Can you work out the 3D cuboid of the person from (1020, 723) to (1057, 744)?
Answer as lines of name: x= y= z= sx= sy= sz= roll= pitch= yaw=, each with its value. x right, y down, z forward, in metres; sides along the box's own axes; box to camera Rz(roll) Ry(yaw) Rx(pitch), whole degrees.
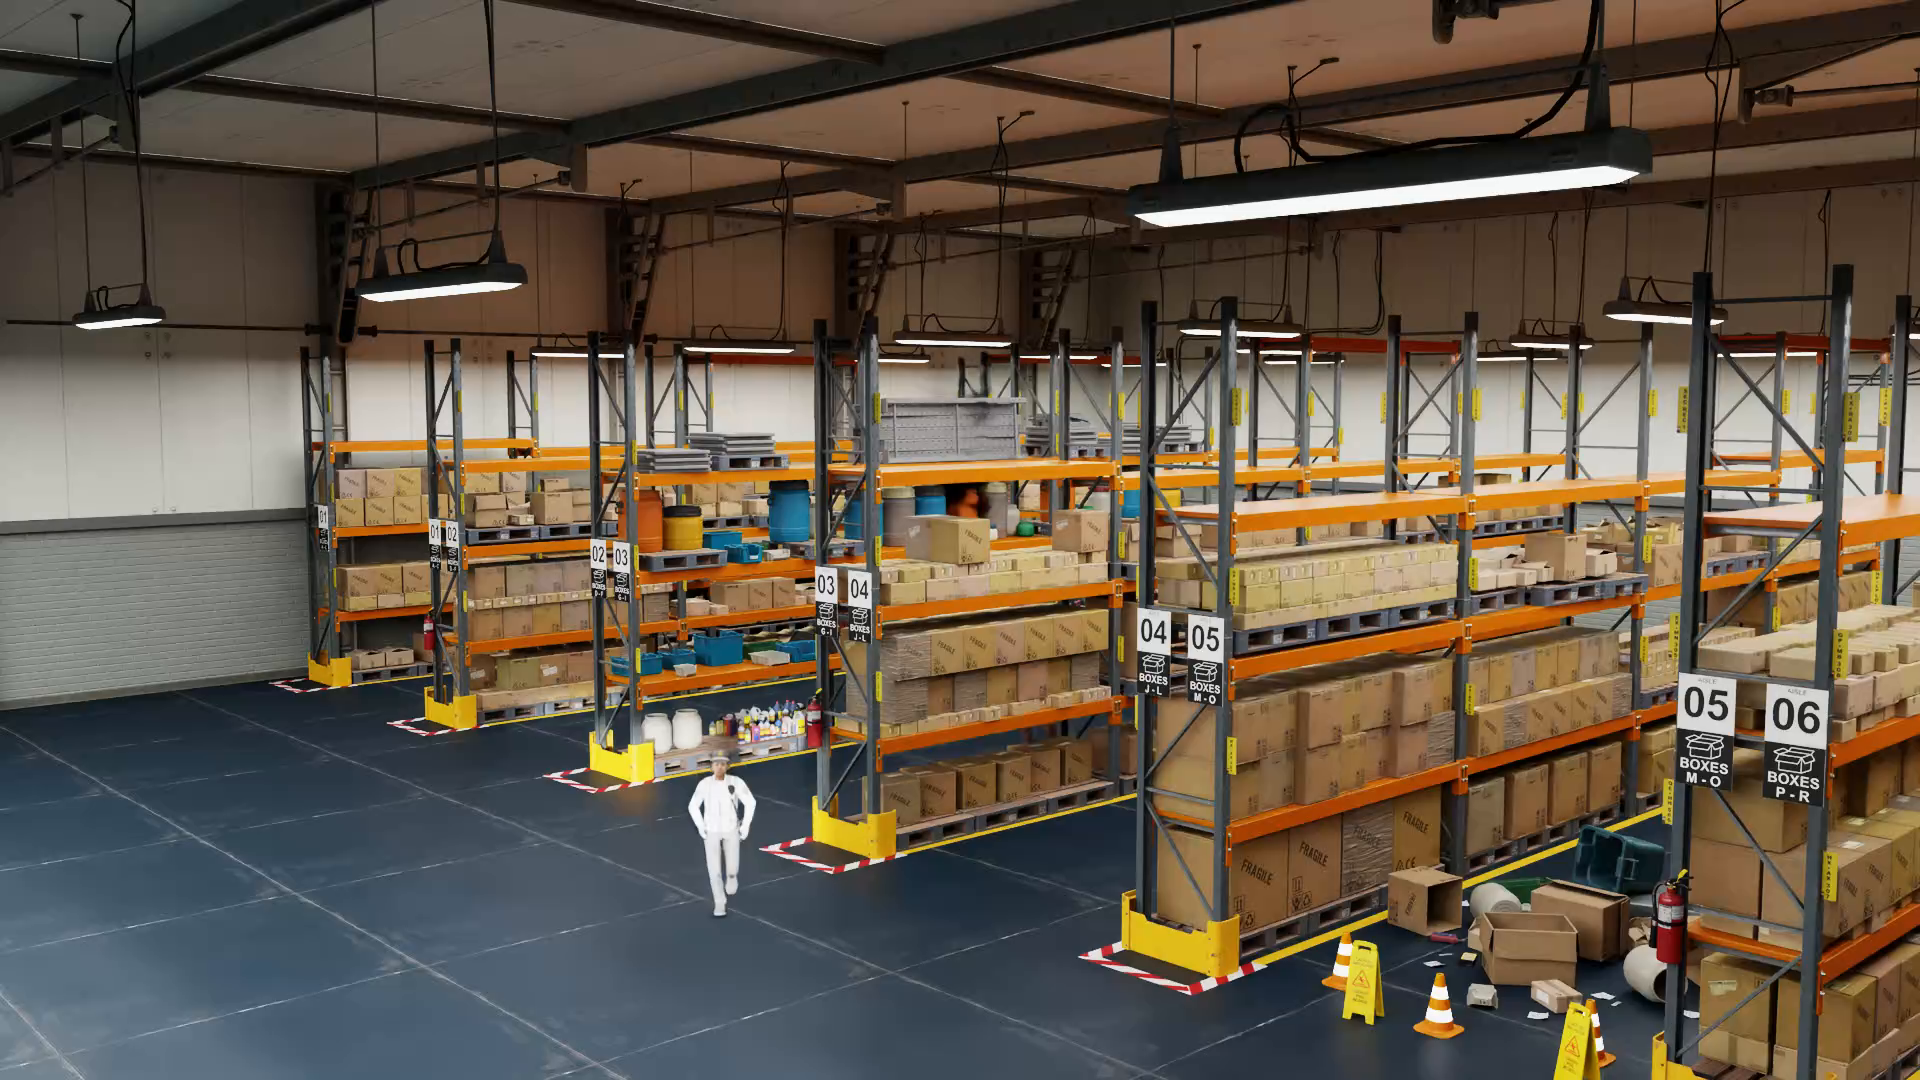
person: x=1.132 y=2.281 z=23.333 sx=0.540 sy=1.725 sz=0.730 roll=4 pitch=6 yaw=39

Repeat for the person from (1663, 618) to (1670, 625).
person: x=11.167 y=2.043 z=26.073 sx=0.825 sy=1.627 sz=0.577 roll=-3 pitch=6 yaw=-34

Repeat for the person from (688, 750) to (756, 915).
person: x=-2.372 y=2.880 z=16.587 sx=0.667 sy=1.643 sz=0.565 roll=-1 pitch=5 yaw=-6
